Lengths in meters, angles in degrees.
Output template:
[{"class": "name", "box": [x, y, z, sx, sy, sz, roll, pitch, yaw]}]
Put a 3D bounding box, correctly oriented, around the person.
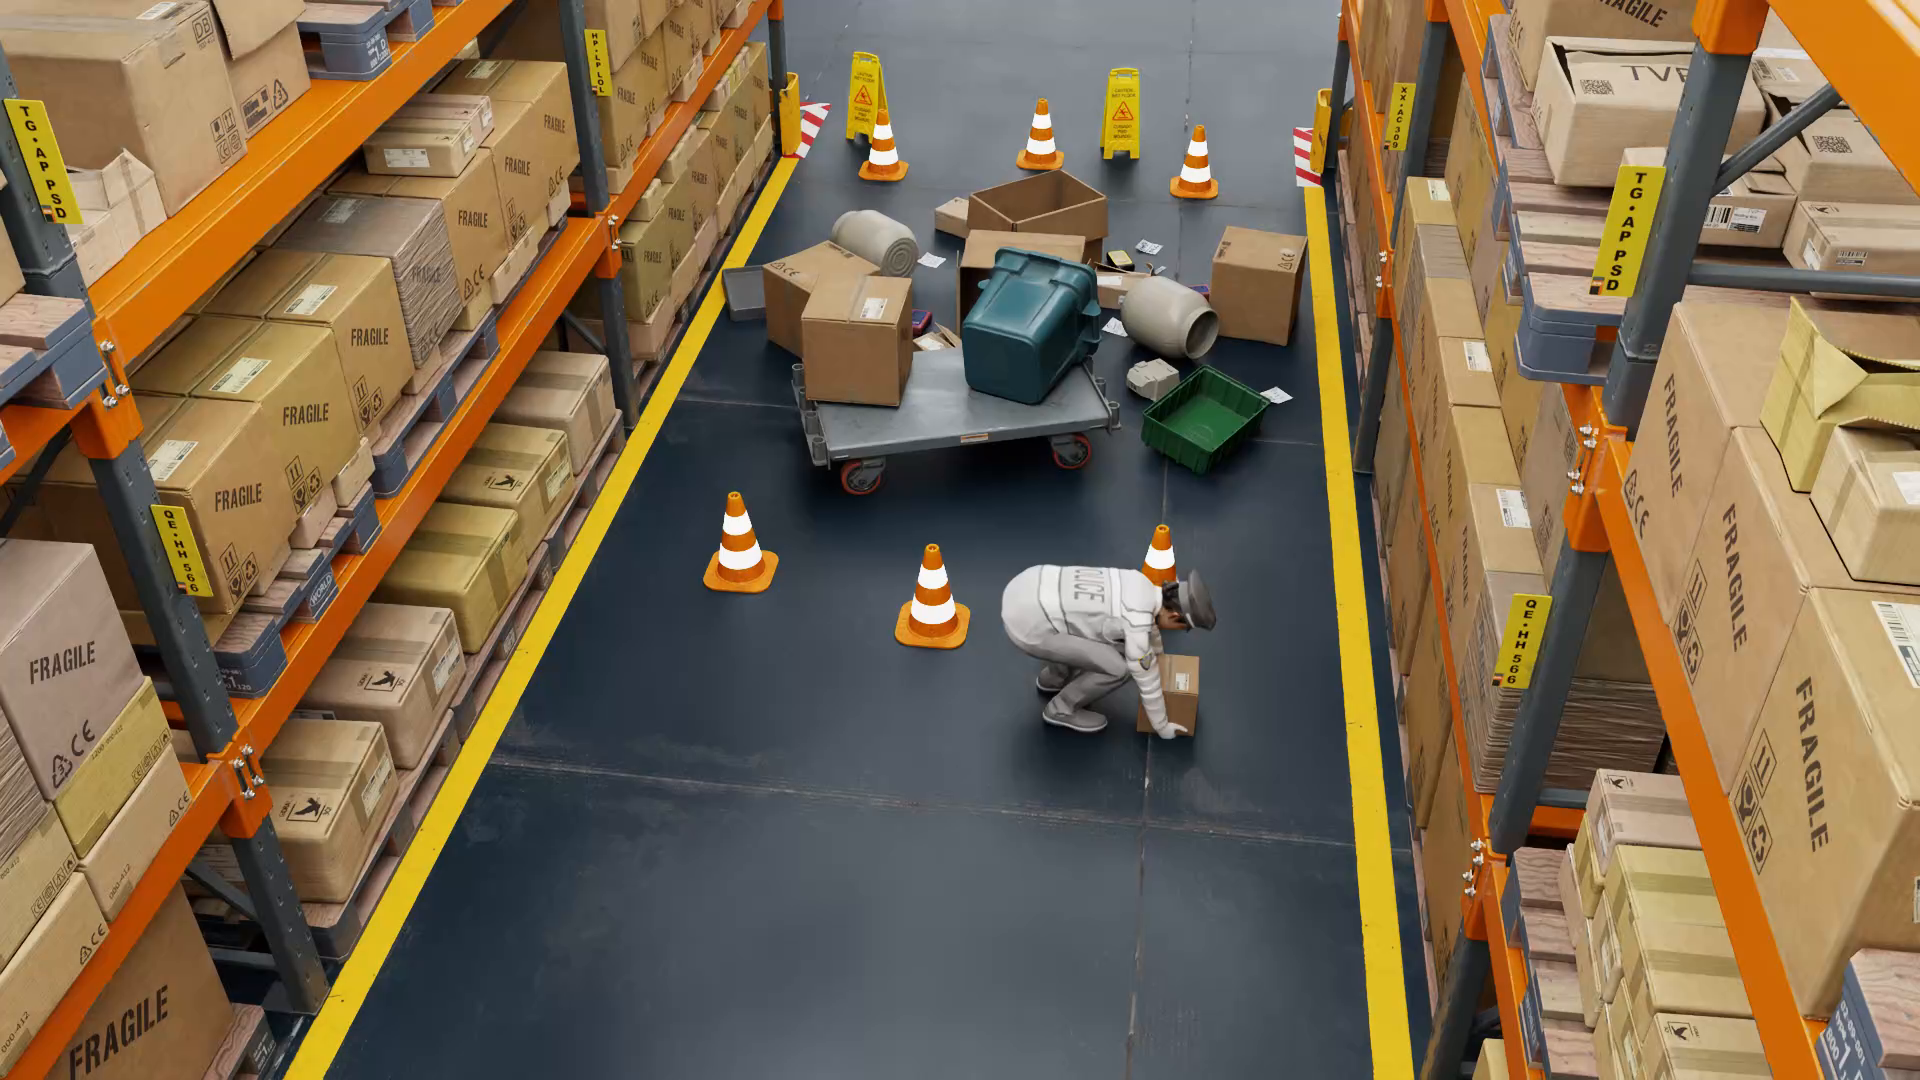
[{"class": "person", "box": [0.636, 0.456, 7.205, 0.915, 0.763, 0.450, 3, 36, 5]}]
